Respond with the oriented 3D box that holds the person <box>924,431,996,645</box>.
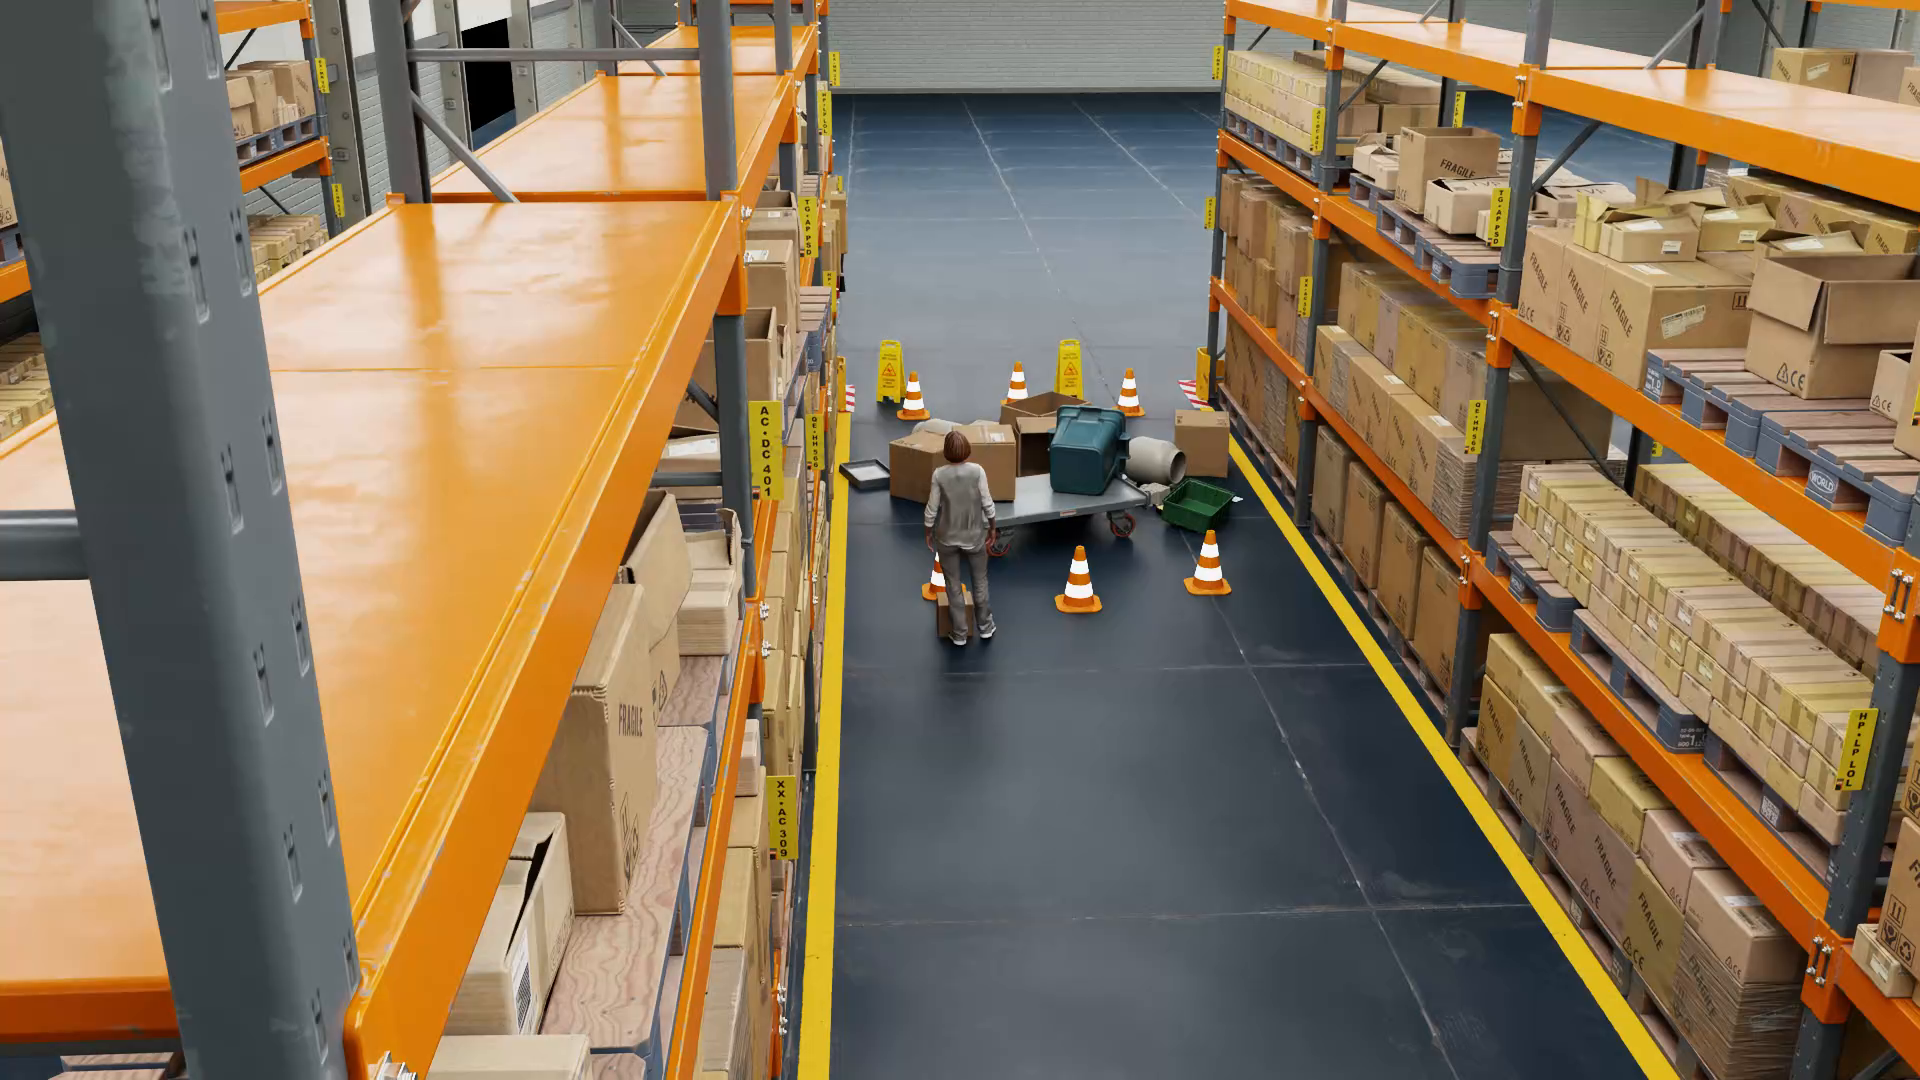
[{"bbox_3d":[0.008,-0.035,11.659,0.521,1.600,0.467,-1,21,-3],"label":"person"}]
